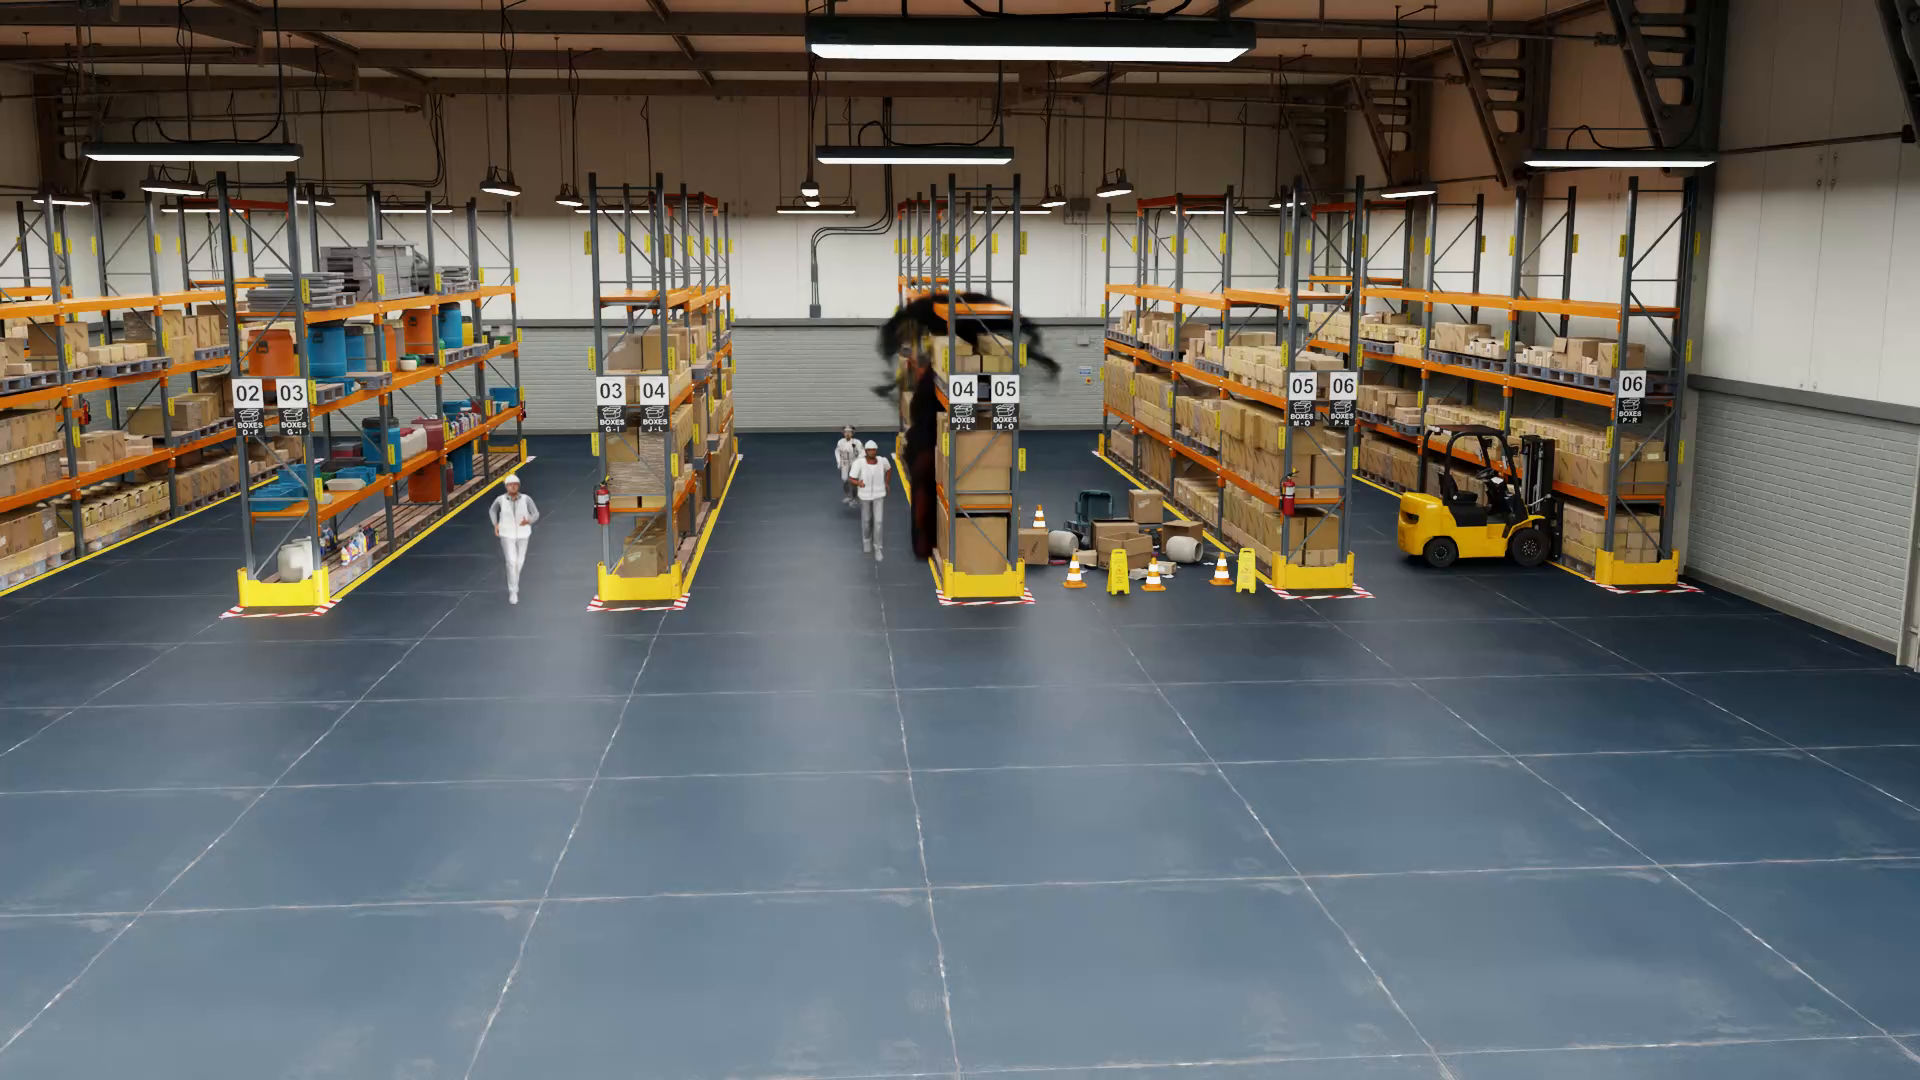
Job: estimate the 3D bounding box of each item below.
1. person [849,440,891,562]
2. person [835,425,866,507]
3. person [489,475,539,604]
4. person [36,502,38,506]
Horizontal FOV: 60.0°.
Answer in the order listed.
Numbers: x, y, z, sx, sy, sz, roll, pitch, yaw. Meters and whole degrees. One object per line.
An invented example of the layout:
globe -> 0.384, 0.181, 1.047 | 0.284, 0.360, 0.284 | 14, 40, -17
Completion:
person -> -1.369, -0.631, 25.466 | 0.640, 1.812, 0.837 | -1, 10, -3
person -> -2.063, -1.380, 31.350 | 0.608, 1.614, 0.882 | 0, 10, 2
person -> -6.361, -0.055, 23.825 | 0.661, 1.793, 0.887 | -5, 11, -25
person -> -16.751, -1.027, 29.848 | 0.569, 1.716, 0.730 | -1, 10, -7
